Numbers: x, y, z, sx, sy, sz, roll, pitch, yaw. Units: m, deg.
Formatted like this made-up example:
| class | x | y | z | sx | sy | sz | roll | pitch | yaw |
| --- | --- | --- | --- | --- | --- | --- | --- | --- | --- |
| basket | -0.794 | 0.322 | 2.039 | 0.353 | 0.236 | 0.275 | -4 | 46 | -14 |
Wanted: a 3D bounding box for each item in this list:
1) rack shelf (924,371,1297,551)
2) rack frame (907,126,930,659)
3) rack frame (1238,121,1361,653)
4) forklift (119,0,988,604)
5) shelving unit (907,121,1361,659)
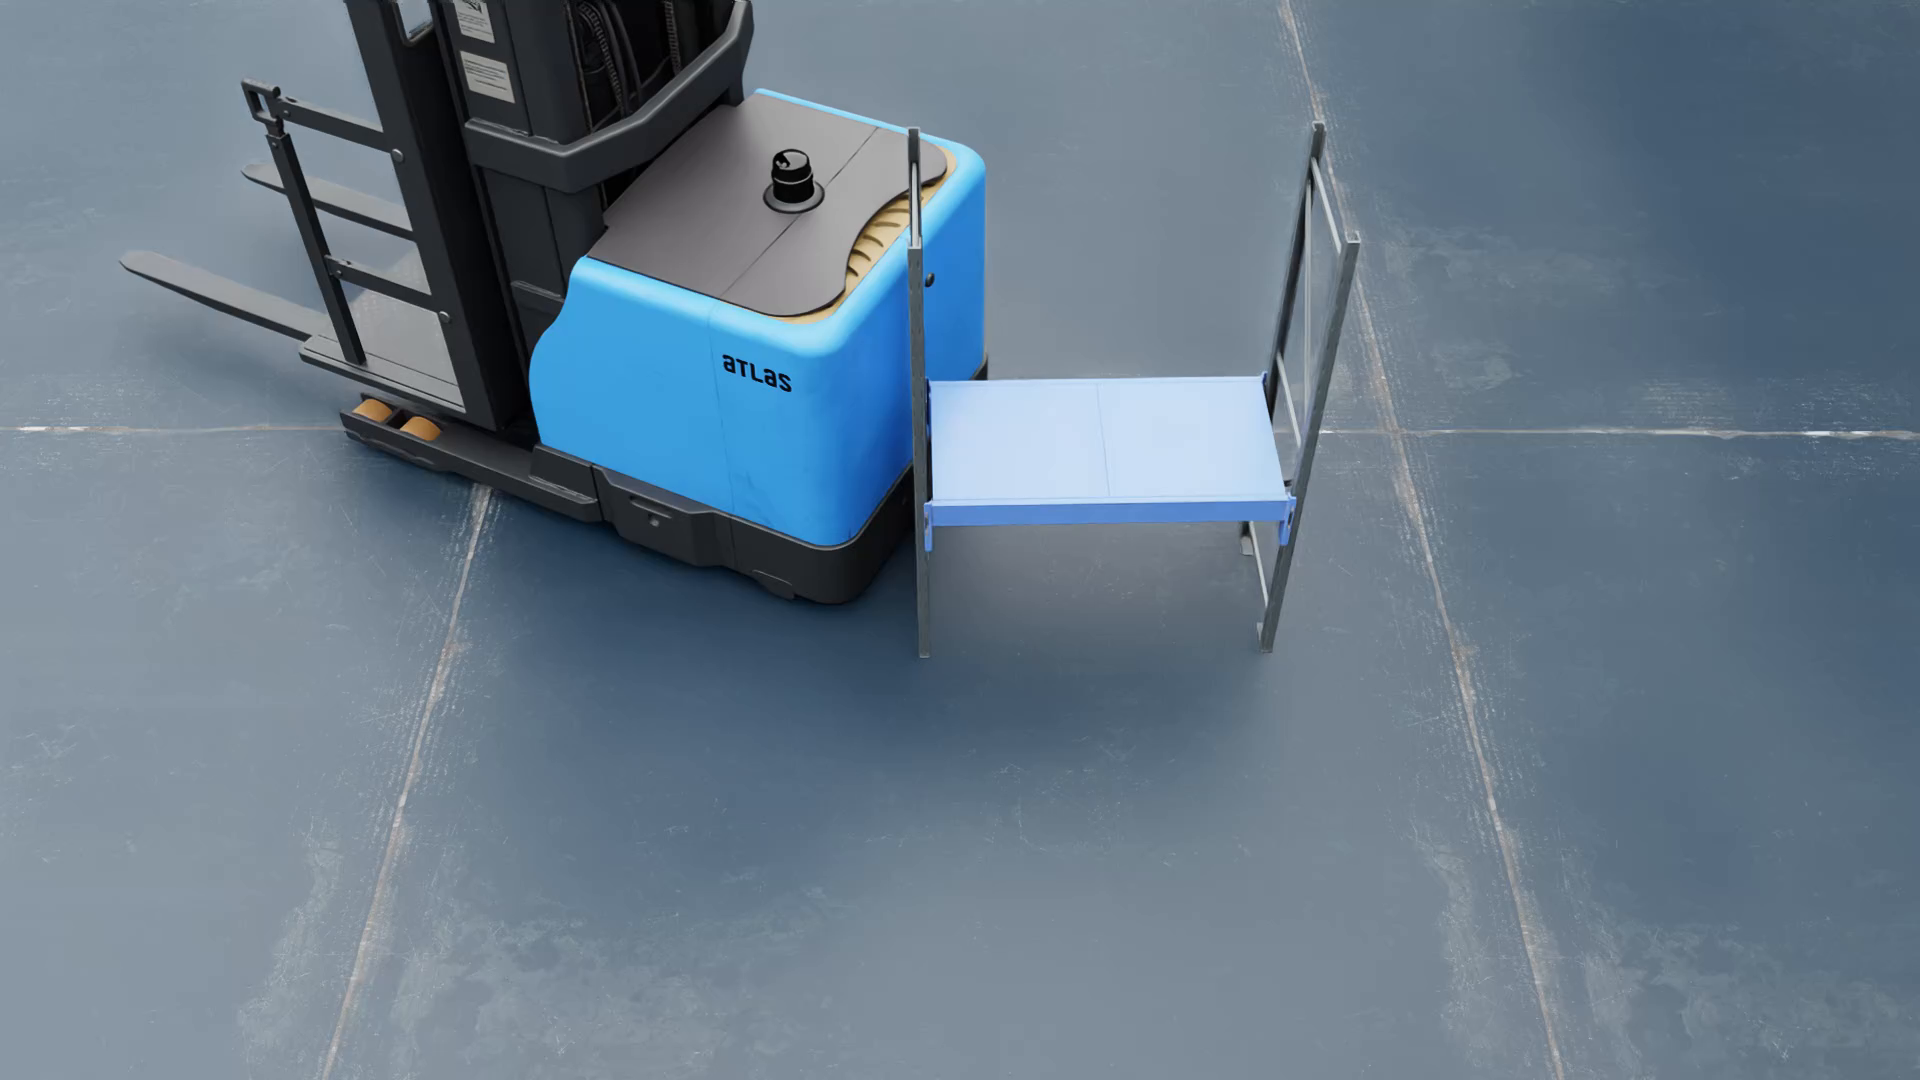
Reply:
| class | x | y | z | sx | sy | sz | roll | pitch | yaw |
| --- | --- | --- | --- | --- | --- | --- | --- | --- | --- |
| rack shelf | 0.397 | -0.228 | 4.683 | 1.000 | 0.185 | 0.538 | -1 | 47 | -1 |
| rack frame | -0.111 | -0.342 | 4.544 | 0.032 | 1.500 | 0.500 | -1 | 47 | -1 |
| rack frame | 0.905 | -0.359 | 4.560 | 0.032 | 1.500 | 0.500 | -1 | 47 | -1 |
| forklift | -1.464 | -1.564 | 4.704 | 3.031 | 2.935 | 1.130 | 20 | 50 | 17 |
| shelving unit | 0.397 | -0.351 | 4.552 | 1.048 | 1.500 | 0.538 | -1 | 47 | -1 |
